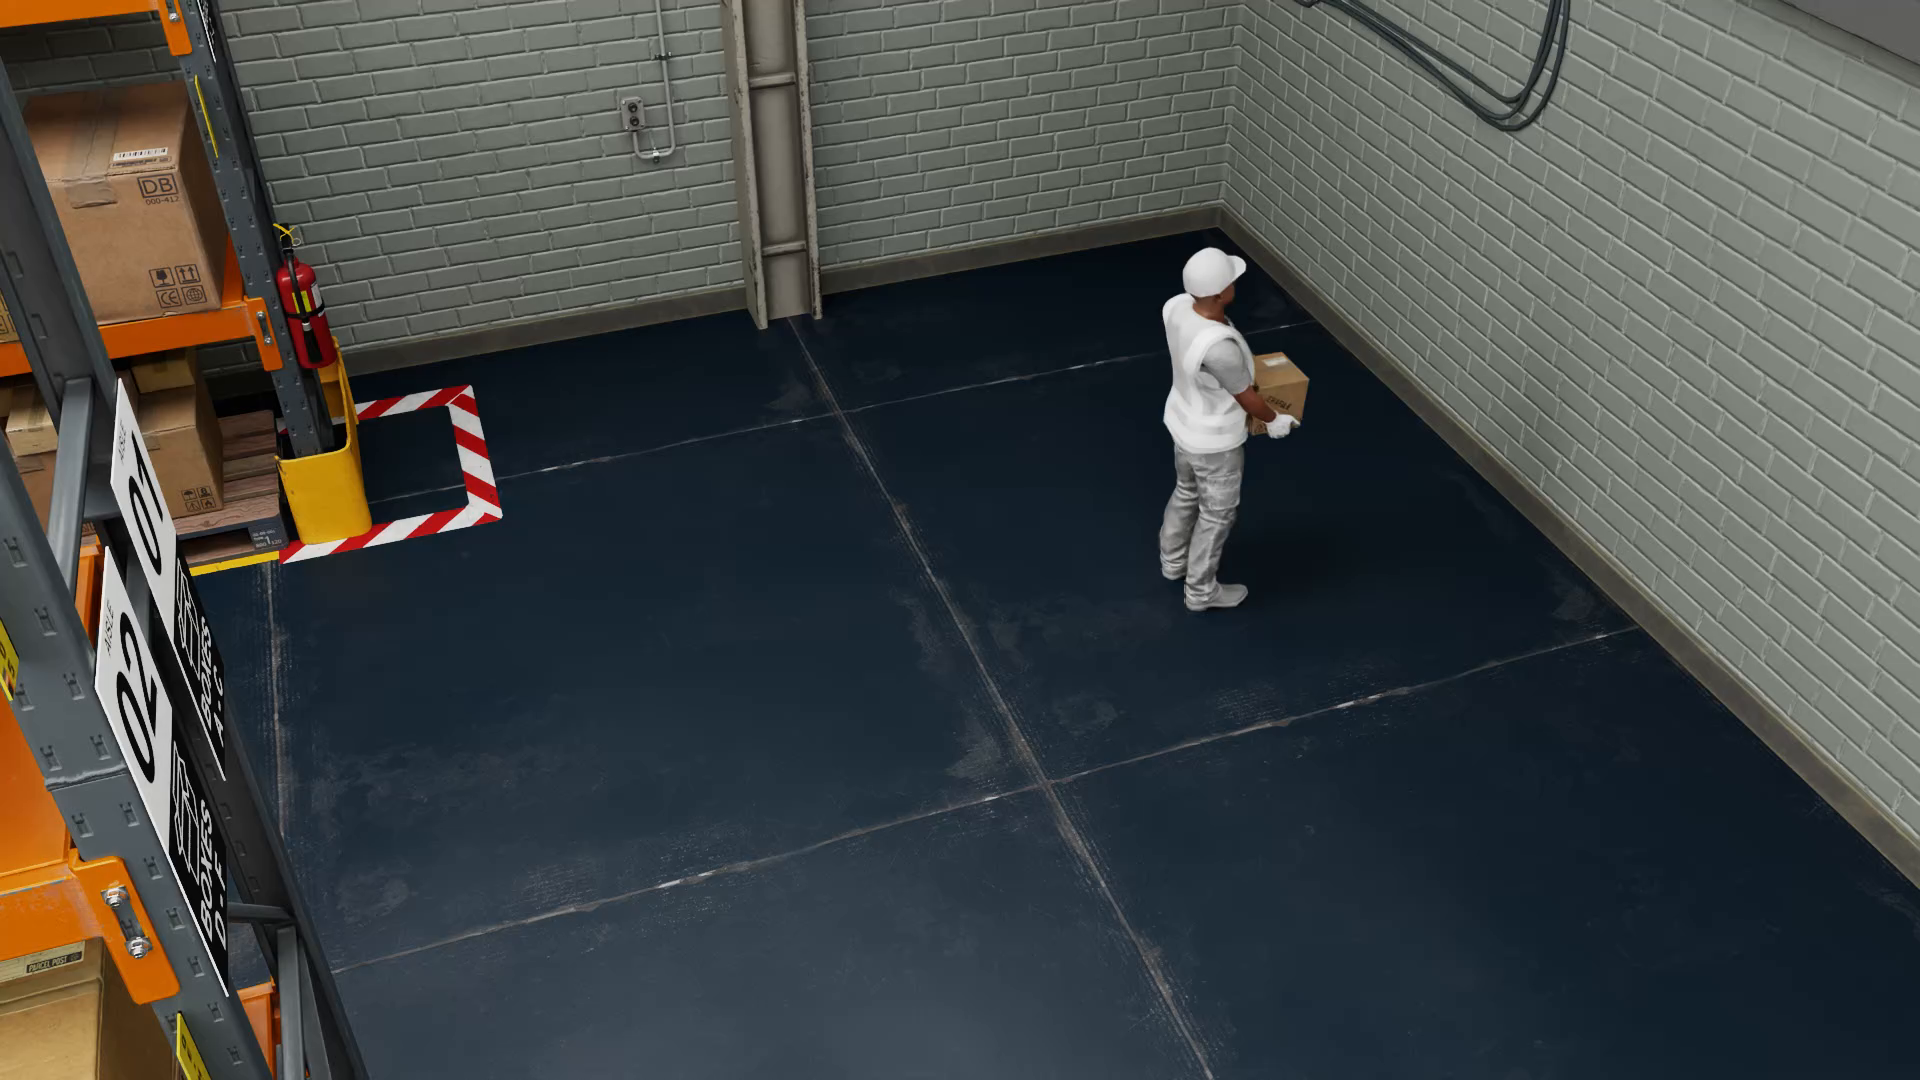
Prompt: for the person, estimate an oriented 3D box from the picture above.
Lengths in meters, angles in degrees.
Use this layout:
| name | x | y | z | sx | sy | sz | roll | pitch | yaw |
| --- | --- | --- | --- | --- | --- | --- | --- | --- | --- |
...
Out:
| name | x | y | z | sx | sy | sz | roll | pitch | yaw |
| --- | --- | --- | --- | --- | --- | --- | --- | --- | --- |
| person | 1.191 | -0.509 | 7.433 | 0.572 | 1.786 | 0.497 | -9 | 38 | -12 |
